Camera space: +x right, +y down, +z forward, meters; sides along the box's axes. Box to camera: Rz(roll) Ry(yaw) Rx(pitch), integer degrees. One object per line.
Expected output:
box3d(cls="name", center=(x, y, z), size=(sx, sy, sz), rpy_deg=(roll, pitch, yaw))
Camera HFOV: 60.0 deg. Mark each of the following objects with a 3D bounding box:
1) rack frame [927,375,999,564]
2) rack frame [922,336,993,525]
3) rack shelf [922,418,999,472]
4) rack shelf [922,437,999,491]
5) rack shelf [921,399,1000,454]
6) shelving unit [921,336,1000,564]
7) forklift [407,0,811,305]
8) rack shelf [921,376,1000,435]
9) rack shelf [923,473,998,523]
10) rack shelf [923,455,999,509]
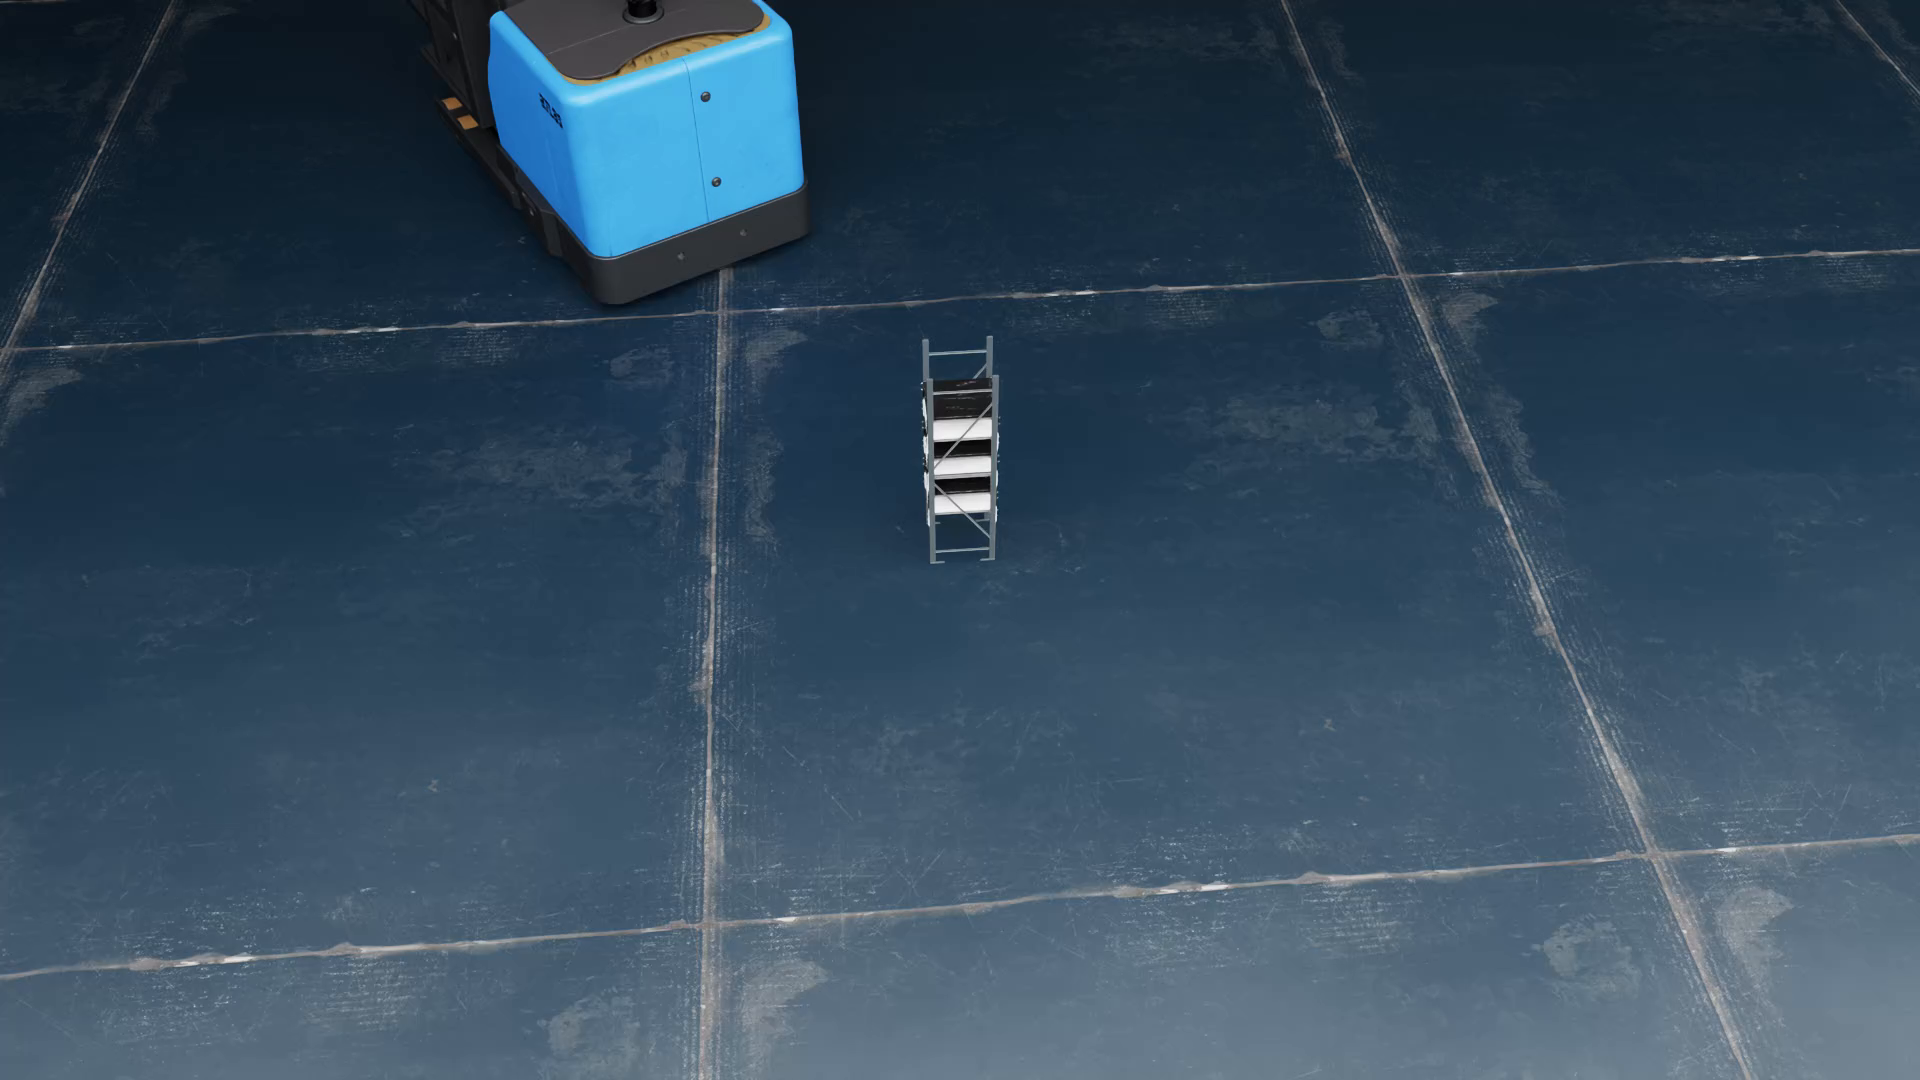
box3d(cls="rack frame", center=(0.009, -0.230, 5.848), size=(0.240, 0.900, 0.006), rpy_deg=(-3, 47, -3))
box3d(cls="rack frame", center=(-0.008, -0.377, 5.987), size=(0.240, 0.900, 0.006), rpy_deg=(-3, 47, -3))
box3d(cls="rack shelf", center=(0.001, -0.343, 5.877), size=(0.258, 0.077, 0.200), rpy_deg=(-3, 47, -3))
box3d(cls="rack shelf", center=(0.001, -0.281, 5.942), size=(0.258, 0.077, 0.200), rpy_deg=(-3, 47, -3))
box3d(cls="rack shelf", center=(0.001, -0.404, 5.811), size=(0.258, 0.077, 0.200), rpy_deg=(-3, 47, -3))
box3d(cls="shelving unit", center=(0.001, -0.304, 5.918), size=(0.258, 0.900, 0.210), rpy_deg=(-3, 47, -3))
box3d(cls="forklift", center=(-1.897, -3.061, 7.131), size=(1.130, 2.935, 3.031), rpy_deg=(-25, 52, -22))
box3d(cls="rack shelf", center=(0.001, -0.466, 5.746), size=(0.258, 0.077, 0.200), rpy_deg=(-3, 47, -3))
box3d(cls="rack shelf", center=(0.001, -0.157, 6.073), size=(0.258, 0.077, 0.200), rpy_deg=(-3, 47, -3))
box3d(cls="rack shelf", center=(0.001, -0.219, 6.007), size=(0.258, 0.077, 0.200), rpy_deg=(-3, 47, -3))
